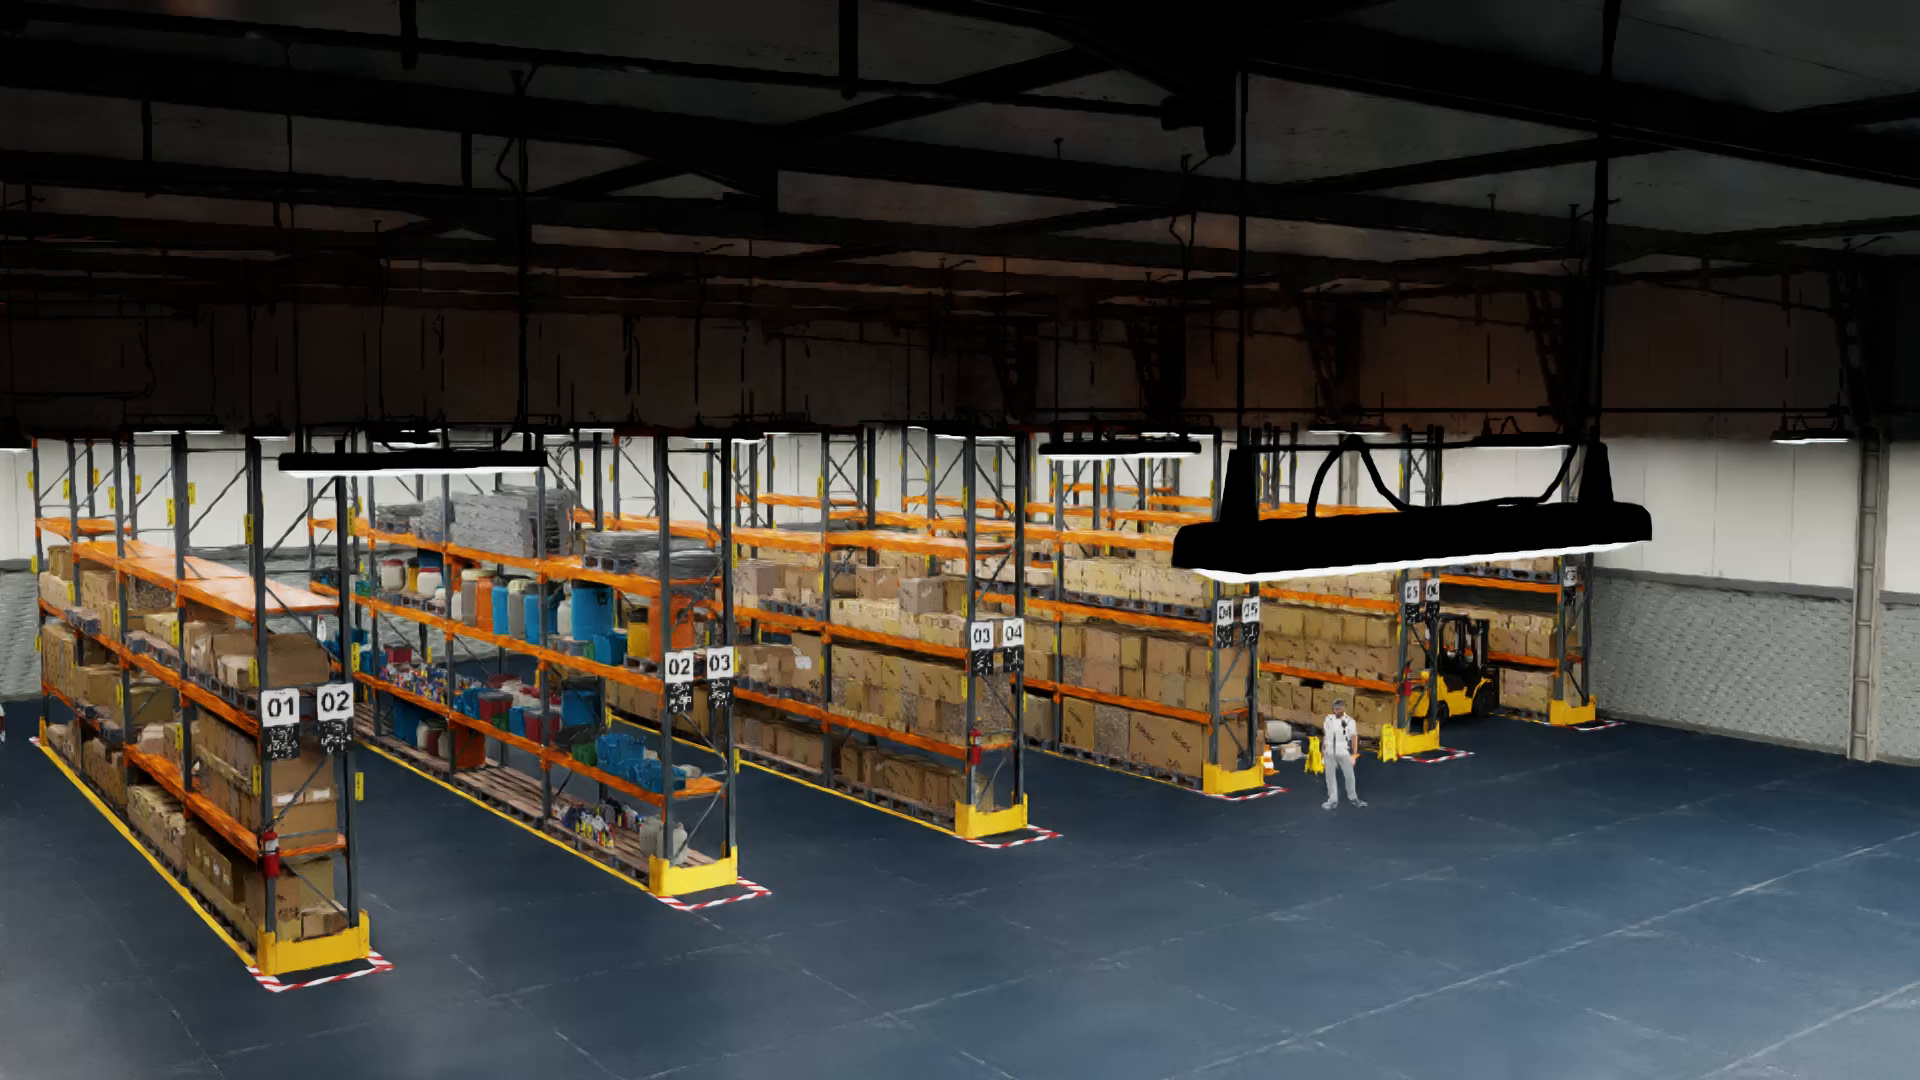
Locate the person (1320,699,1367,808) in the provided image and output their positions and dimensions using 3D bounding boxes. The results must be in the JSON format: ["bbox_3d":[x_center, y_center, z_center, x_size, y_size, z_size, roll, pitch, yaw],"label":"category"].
[{"bbox_3d":[6.103,3.389,26.466,0.744,1.748,0.512,2,5,24],"label":"person"}]

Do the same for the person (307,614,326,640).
[{"bbox_3d":[-15.043,2.421,38.710,0.570,1.759,0.575,1,5,17],"label":"person"}]

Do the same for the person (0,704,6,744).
[{"bbox_3d":[-16.274,3.300,27.695,0.702,1.734,0.549,-3,6,-37],"label":"person"}]
